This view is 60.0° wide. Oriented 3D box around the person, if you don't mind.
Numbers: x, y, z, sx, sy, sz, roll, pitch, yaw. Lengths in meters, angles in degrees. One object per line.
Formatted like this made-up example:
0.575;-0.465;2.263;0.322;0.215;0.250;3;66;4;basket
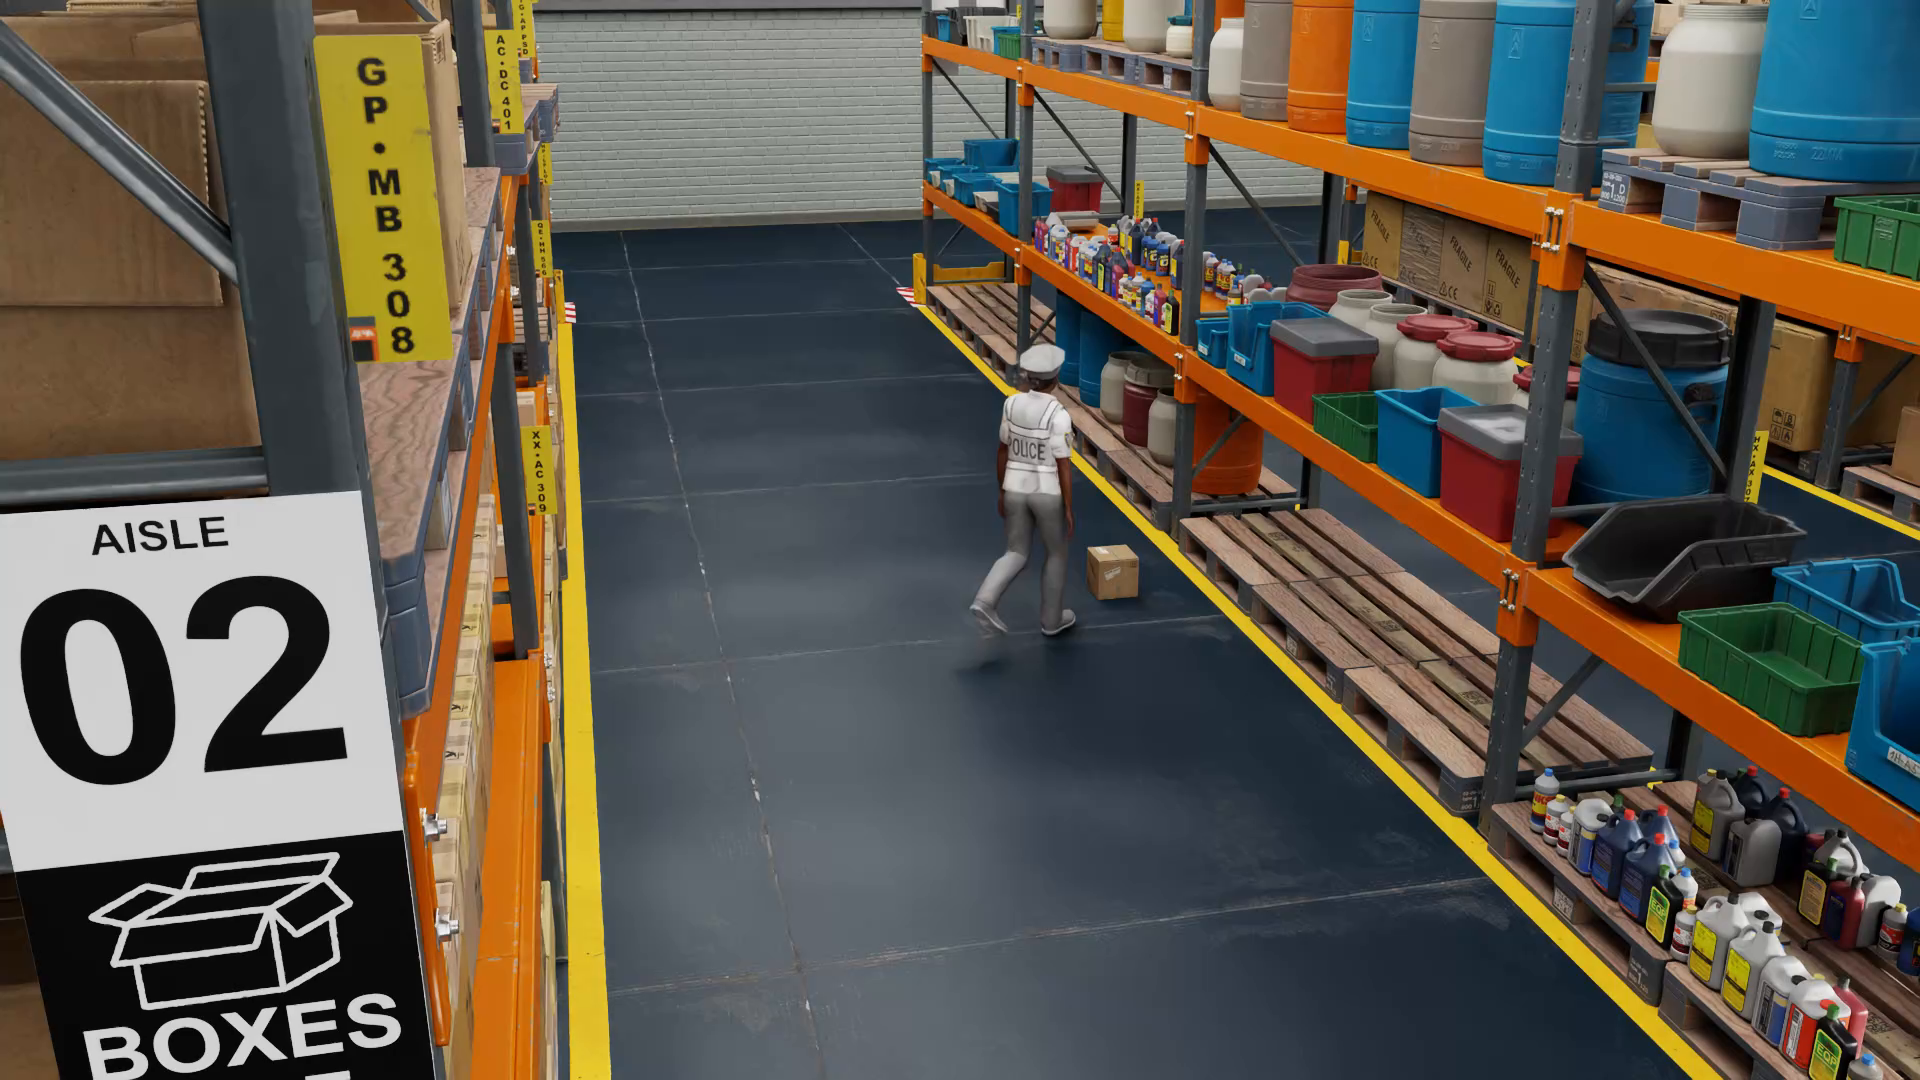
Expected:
0.390;-0.231;9.171;0.513;1.663;0.747;13;23;31;person
